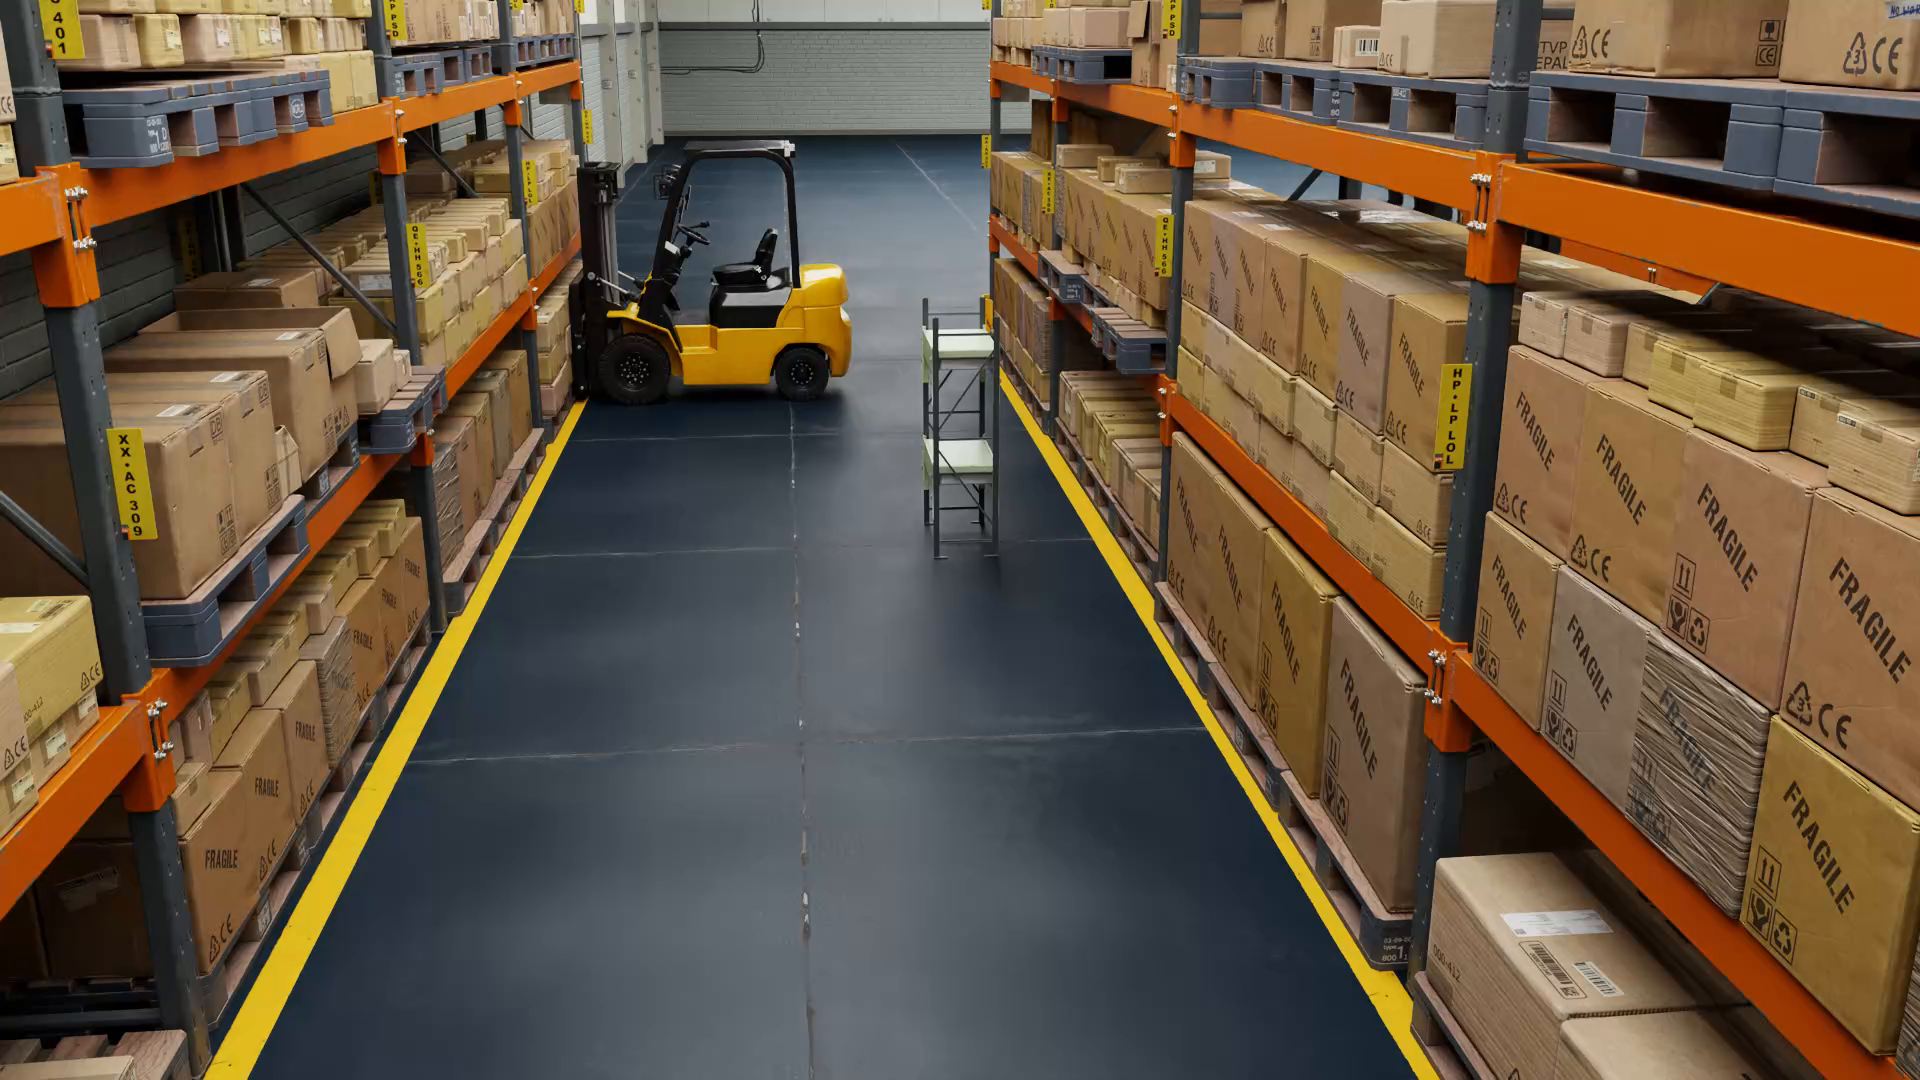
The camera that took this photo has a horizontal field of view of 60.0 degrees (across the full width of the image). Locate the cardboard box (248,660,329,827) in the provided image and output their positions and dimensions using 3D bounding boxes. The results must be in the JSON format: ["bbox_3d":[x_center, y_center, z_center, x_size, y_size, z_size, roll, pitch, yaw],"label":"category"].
[{"bbox_3d":[-2.833,0.809,6.565,0.500,0.500,0.500,-2,18,-7],"label":"cardboard box"}]

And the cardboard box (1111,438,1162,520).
[{"bbox_3d":[1.497,-0.406,10.649,0.950,0.372,0.625,-2,18,-7],"label":"cardboard box"}]

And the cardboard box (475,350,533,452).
[{"bbox_3d":[-3.655,-1.021,12.184,0.875,0.625,0.625,-1,17,-3],"label":"cardboard box"}]

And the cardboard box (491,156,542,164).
[{"bbox_3d":[-3.669,-3.093,13.775,0.380,0.149,0.250,-2,18,-6],"label":"cardboard box"}]

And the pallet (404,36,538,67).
[{"bbox_3d":[-3.833,-3.751,12.757,1.003,0.211,1.213,-2,18,-6],"label":"pallet"}]

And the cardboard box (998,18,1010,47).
[{"bbox_3d":[0.634,-4.648,15.220,0.500,0.250,0.500,-2,18,-6],"label":"cardboard box"}]

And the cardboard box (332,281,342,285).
[{"bbox_3d":[-3.684,-1.361,9.421,0.500,0.250,0.500,-2,18,-5],"label":"cardboard box"}]

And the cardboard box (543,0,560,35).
[{"bbox_3d":[-3.838,-4.595,14.262,0.700,0.500,0.500,-2,18,-5],"label":"cardboard box"}]

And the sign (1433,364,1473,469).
[{"bbox_3d":[1.504,-0.375,5.061,0.100,0.325,0.005,-2,18,-6],"label":"sign"}]

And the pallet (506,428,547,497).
[{"bbox_3d":[-3.605,-0.560,12.108,1.003,0.211,1.213,-2,18,-6],"label":"pallet"}]

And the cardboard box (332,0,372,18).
[{"bbox_3d":[-2.977,-2.515,7.761,0.380,0.149,0.250,-1,17,-4],"label":"cardboard box"}]

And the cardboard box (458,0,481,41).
[{"bbox_3d":[-3.324,-3.308,10.481,0.500,0.311,0.500,-2,18,-8],"label":"cardboard box"}]

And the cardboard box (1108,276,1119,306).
[{"bbox_3d":[1.131,-1.550,10.326,0.380,0.149,0.250,-1,17,-5],"label":"cardboard box"}]

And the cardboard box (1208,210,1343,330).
[{"bbox_3d":[1.498,-1.294,7.955,0.500,0.500,0.500,-2,18,-5],"label":"cardboard box"}]

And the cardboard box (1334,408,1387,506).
[{"bbox_3d":[1.696,-0.319,6.101,0.500,0.250,0.500,-1,17,-4],"label":"cardboard box"}]

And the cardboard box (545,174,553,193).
[{"bbox_3d":[-3.594,-2.951,13.819,0.380,0.149,0.250,-2,18,-7],"label":"cardboard box"}]

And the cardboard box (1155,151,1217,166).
[{"bbox_3d":[1.573,-2.627,11.589,0.380,0.149,0.250,-2,18,-7],"label":"cardboard box"}]

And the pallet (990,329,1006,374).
[{"bbox_3d":[0.861,-1.859,16.245,1.003,0.211,1.213,-2,18,-6],"label":"pallet"}]

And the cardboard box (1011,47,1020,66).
[{"bbox_3d":[0.653,-4.272,14.689,0.380,0.149,0.250,-2,17,-5],"label":"cardboard box"}]

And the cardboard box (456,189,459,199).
[{"bbox_3d":[-4.069,-2.627,12.788,0.380,0.149,0.250,-2,18,-7],"label":"cardboard box"}]

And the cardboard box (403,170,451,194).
[{"bbox_3d":[-4.053,-2.693,12.502,0.380,0.149,0.250,-2,18,-6],"label":"cardboard box"}]

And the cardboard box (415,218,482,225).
[{"bbox_3d":[-3.302,-1.991,10.761,0.380,0.149,0.250,-2,18,-5],"label":"cardboard box"}]

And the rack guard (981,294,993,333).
[{"bbox_3d":[0.812,-2.240,16.976,1.175,0.500,0.348,-2,18,-6],"label":"rack guard"}]

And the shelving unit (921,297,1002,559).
[{"bbox_3d":[-0.001,-0.718,10.459,0.431,1.500,0.755,-2,18,-6],"label":"shelving unit"}]

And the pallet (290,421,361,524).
[{"bbox_3d":[-3.102,-0.246,6.773,1.003,0.211,1.213,-2,18,-6],"label":"pallet"}]

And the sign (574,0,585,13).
[{"bbox_3d":[-3.591,-5.129,15.652,0.100,0.325,0.005,-2,18,-6],"label":"sign"}]

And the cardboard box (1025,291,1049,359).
[{"bbox_3d":[0.835,-1.829,14.132,0.500,0.500,0.500,-1,17,-5],"label":"cardboard box"}]

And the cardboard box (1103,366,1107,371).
[{"bbox_3d":[1.425,-1.336,13.813,0.500,0.250,0.500,-3,18,-8],"label":"cardboard box"}]

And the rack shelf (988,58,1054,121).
[{"bbox_3d":[1.011,-3.947,14.434,1.077,0.370,4.000,-2,18,-6],"label":"rack shelf"}]

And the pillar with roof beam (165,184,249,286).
[{"bbox_3d":[-0.056,-4.273,9.263,9.100,9.000,0.400,-2,18,-6],"label":"pillar with roof beam"}]

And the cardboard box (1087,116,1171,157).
[{"bbox_3d":[1.387,-3.068,13.107,0.700,0.500,0.500,-2,18,-6],"label":"cardboard box"}]

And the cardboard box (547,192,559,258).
[{"bbox_3d":[-3.629,-2.602,13.791,0.500,0.500,0.500,-2,18,-6],"label":"cardboard box"}]

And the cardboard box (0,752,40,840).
[{"bbox_3d":[-2.511,0.636,4.064,0.380,0.149,0.250,-1,17,-4],"label":"cardboard box"}]

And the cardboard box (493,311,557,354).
[{"bbox_3d":[-3.458,-1.628,13.075,0.500,0.250,0.500,-2,18,-6],"label":"cardboard box"}]

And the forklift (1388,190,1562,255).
[{"bbox_3d":[3.275,-1.668,11.098,1.130,2.935,3.031,-1,17,-4],"label":"forklift"}]

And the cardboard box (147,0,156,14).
[{"bbox_3d":[-2.587,-1.606,4.832,0.380,0.149,0.250,-1,17,-5],"label":"cardboard box"}]

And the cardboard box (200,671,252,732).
[{"bbox_3d":[-2.852,0.605,6.131,0.380,0.149,0.250,-2,18,-7],"label":"cardboard box"}]

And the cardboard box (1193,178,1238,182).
[{"bbox_3d":[1.593,-2.221,11.379,0.500,0.500,0.500,-1,17,-4],"label":"cardboard box"}]

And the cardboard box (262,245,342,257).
[{"bbox_3d":[-3.741,-1.589,9.482,0.380,0.149,0.250,-2,18,-7],"label":"cardboard box"}]

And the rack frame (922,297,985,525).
[{"bbox_3d":[-0.038,-0.827,10.806,0.400,1.500,0.023,-2,18,-6],"label":"rack frame"}]

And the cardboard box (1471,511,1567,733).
[{"bbox_3d":[1.830,0.221,4.800,0.500,0.500,0.500,-1,17,-4],"label":"cardboard box"}]

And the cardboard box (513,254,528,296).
[{"bbox_3d":[-3.408,-1.895,11.956,0.500,0.250,0.500,-1,17,-4],"label":"cardboard box"}]

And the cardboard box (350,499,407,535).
[{"bbox_3d":[-3.004,-0.095,8.360,0.380,0.149,0.250,-3,18,-8],"label":"cardboard box"}]

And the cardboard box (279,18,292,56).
[{"bbox_3d":[-2.977,-2.063,6.817,0.380,0.149,0.250,-2,18,-5],"label":"cardboard box"}]

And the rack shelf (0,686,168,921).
[{"bbox_3d":[-2.688,1.214,3.003,1.077,0.370,4.000,-2,18,-6],"label":"rack shelf"}]

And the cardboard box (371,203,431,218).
[{"bbox_3d":[-3.921,-2.273,11.659,0.380,0.149,0.250,-2,18,-7],"label":"cardboard box"}]

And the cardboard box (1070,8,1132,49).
[{"bbox_3d":[1.006,-3.336,10.837,0.500,0.250,0.500,-2,18,-6],"label":"cardboard box"}]

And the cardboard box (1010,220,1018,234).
[{"bbox_3d":[0.661,-2.918,15.383,0.380,0.149,0.250,-1,17,-4],"label":"cardboard box"}]

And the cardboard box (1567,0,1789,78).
[{"bbox_3d":[1.894,-1.425,4.165,0.500,0.500,0.500,-1,17,-5],"label":"cardboard box"}]

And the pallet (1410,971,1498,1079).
[{"bbox_3d":[2.043,1.680,4.974,1.003,0.211,1.213,-2,18,-6],"label":"pallet"}]

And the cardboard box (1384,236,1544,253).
[{"bbox_3d":[2.094,-0.998,7.013,0.500,0.500,0.500,-2,18,-7],"label":"cardboard box"}]

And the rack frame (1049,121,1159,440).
[{"bbox_3d":[1.217,-2.263,12.878,1.000,3.000,0.127,-2,18,-6],"label":"rack frame"}]

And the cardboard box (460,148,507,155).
[{"bbox_3d":[-4.213,-3.384,14.700,0.380,0.149,0.250,-1,17,-4],"label":"cardboard box"}]

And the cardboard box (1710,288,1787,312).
[{"bbox_3d":[2.391,-0.632,4.763,0.380,0.149,0.250,-2,18,-7],"label":"cardboard box"}]
